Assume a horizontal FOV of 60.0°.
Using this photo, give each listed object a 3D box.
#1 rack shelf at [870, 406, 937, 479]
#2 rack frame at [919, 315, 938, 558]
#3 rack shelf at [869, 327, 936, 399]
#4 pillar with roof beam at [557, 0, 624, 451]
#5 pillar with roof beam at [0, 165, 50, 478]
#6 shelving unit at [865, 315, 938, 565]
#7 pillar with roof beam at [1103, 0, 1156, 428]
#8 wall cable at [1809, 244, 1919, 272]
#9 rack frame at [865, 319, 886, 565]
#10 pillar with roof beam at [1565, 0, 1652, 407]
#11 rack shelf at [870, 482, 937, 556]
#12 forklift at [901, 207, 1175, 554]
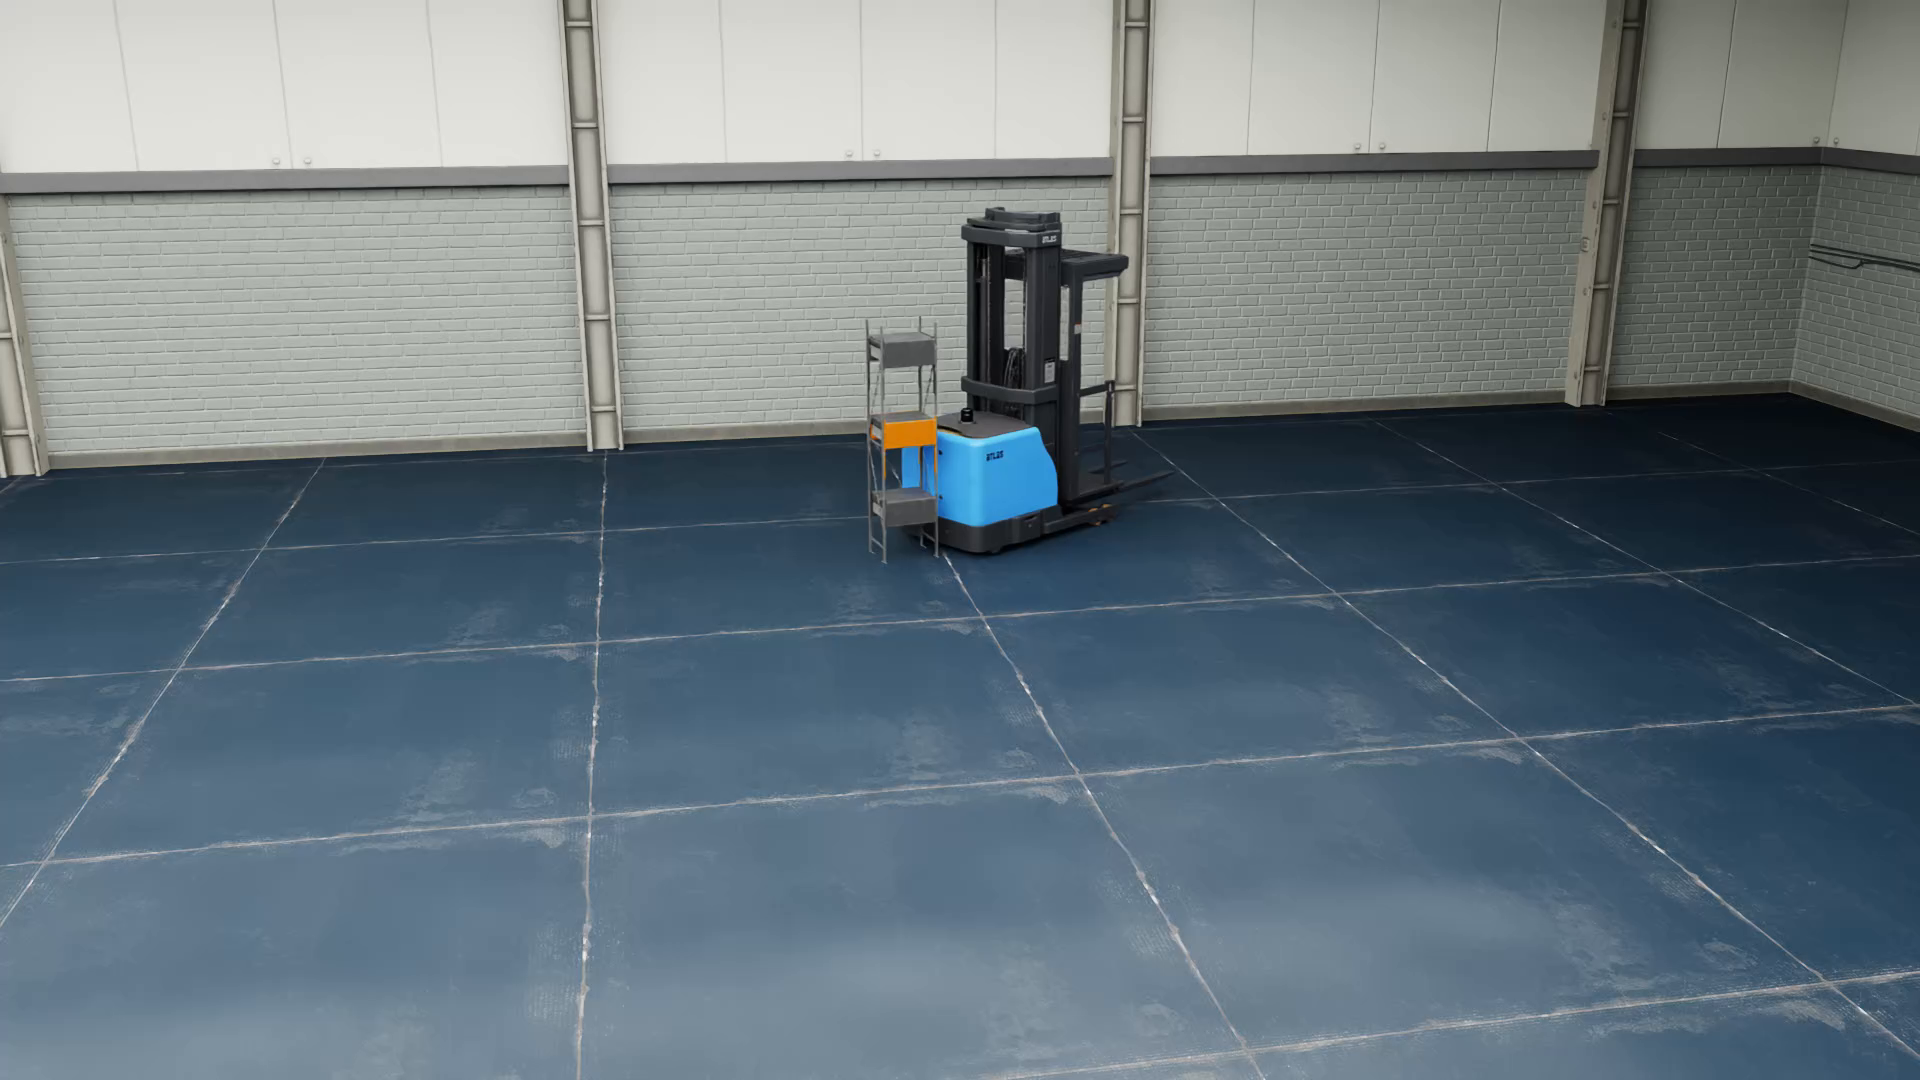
[{"bbox_3d":[-0.504,-0.855,14.504,0.480,0.518,0.431,-7,18,-21],"label":"rack shelf"},{"bbox_3d":[-0.278,-0.895,14.589,0.015,2.100,0.400,-7,18,-21],"label":"rack frame"},{"bbox_3d":[-0.504,-1.524,14.298,0.480,0.518,0.431,-7,18,-21],"label":"rack shelf"},{"bbox_3d":[-3.152,-4.102,13.279,0.400,9.000,9.100,-3,17,-10],"label":"pillar with roof beam"},{"bbox_3d":[-9.043,-3.768,12.191,0.400,9.000,9.100,-3,17,-10],"label":"pillar with roof beam"},{"bbox_3d":[-0.504,-0.868,14.500,0.503,2.100,0.431,-7,18,-21],"label":"shelving unit"},{"bbox_3d":[2.739,-4.436,14.367,0.400,9.000,9.100,-3,17,-10],"label":"pillar with roof beam"},{"bbox_3d":[10.956,-4.310,19.244,0.112,2.526,3.097,-3,17,-10],"label":"wall cable"},{"bbox_3d":[-0.729,-0.841,14.411,0.015,2.100,0.400,-7,18,-21],"label":"rack frame"},{"bbox_3d":[8.630,-4.770,15.455,0.400,9.000,9.100,-3,17,-10],"label":"pillar with roof beam"},{"bbox_3d":[-0.504,-0.186,14.709,0.480,0.518,0.431,-7,18,-21],"label":"rack shelf"},{"bbox_3d":[0.855,-1.630,15.564,3.031,2.935,1.130,-16,23,-42],"label":"forklift"}]
